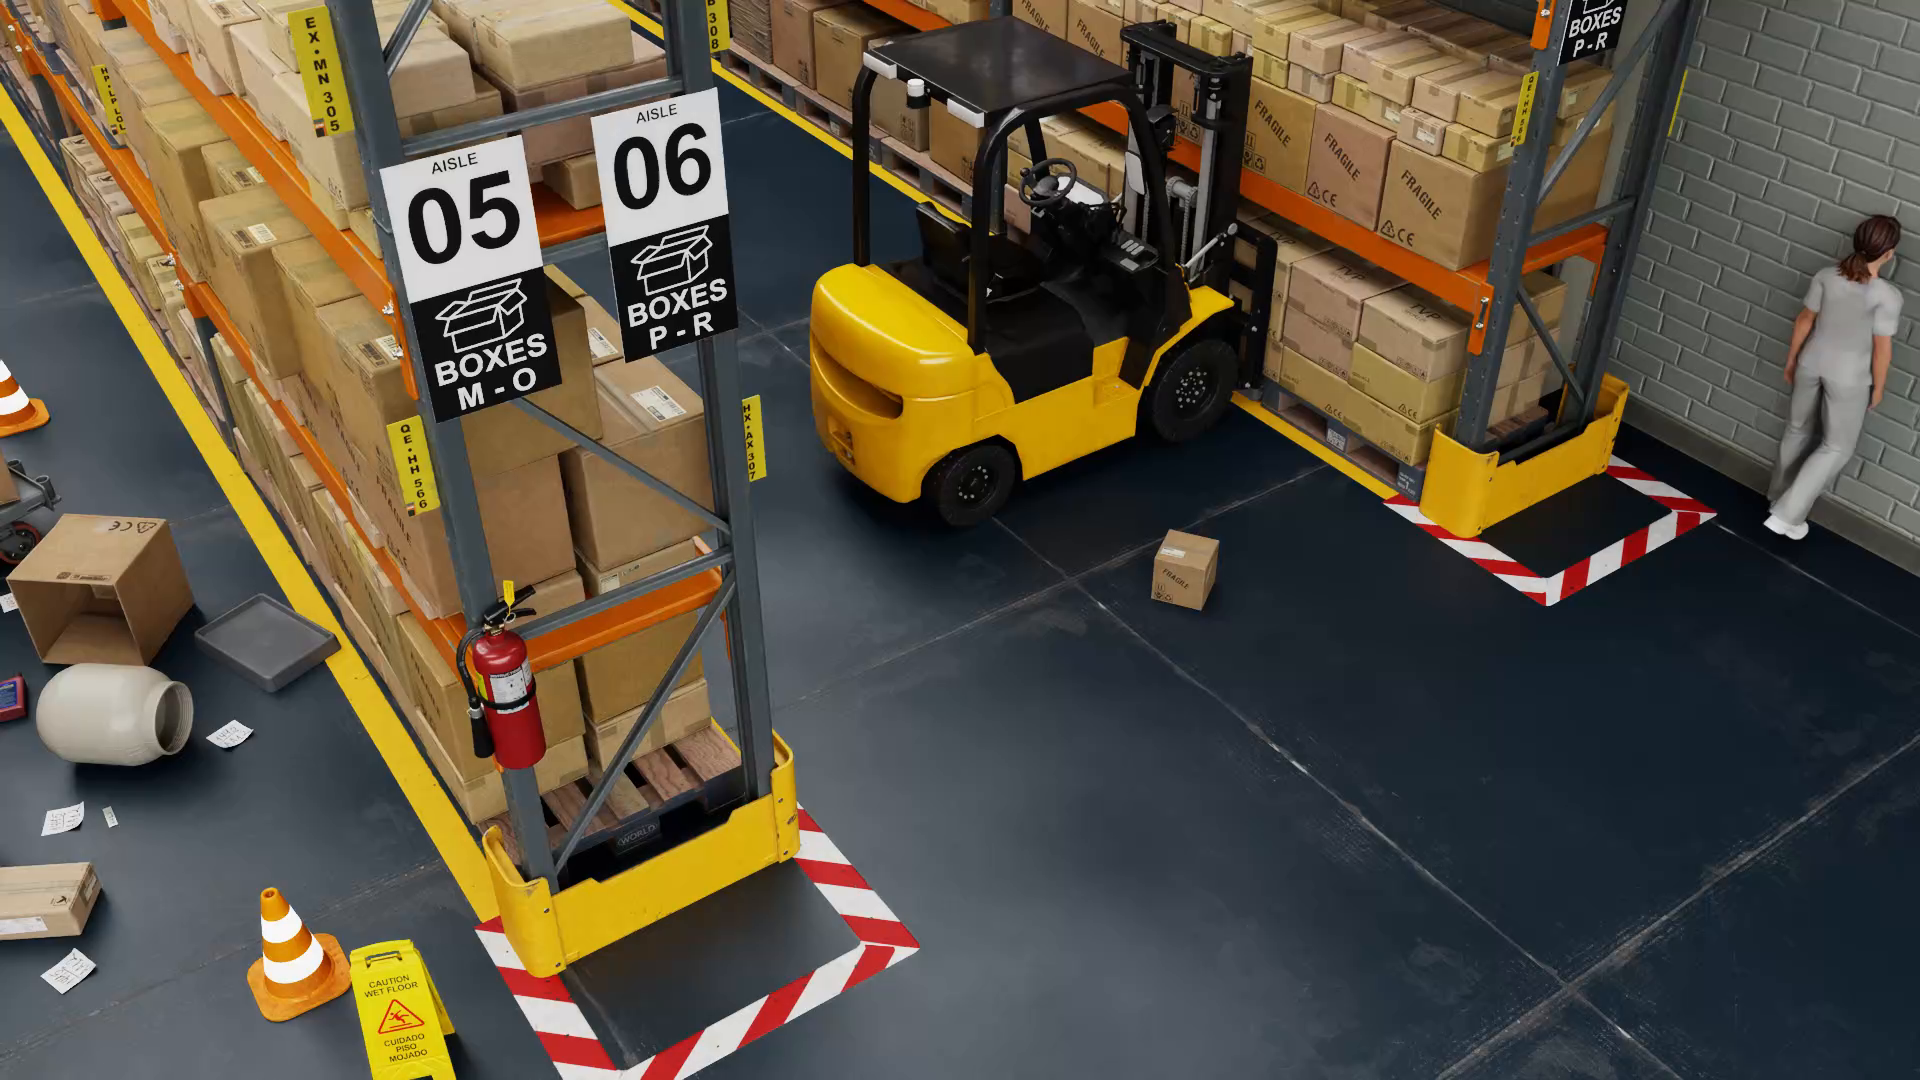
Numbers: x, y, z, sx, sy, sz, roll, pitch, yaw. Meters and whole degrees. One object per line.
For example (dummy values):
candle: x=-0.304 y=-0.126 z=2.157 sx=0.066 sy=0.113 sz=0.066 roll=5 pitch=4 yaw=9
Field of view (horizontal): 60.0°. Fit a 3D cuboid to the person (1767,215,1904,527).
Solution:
person: x=4.171 y=-0.798 z=8.005 sx=0.459 sy=1.605 sz=0.461 roll=-22 pitch=42 yaw=-27
